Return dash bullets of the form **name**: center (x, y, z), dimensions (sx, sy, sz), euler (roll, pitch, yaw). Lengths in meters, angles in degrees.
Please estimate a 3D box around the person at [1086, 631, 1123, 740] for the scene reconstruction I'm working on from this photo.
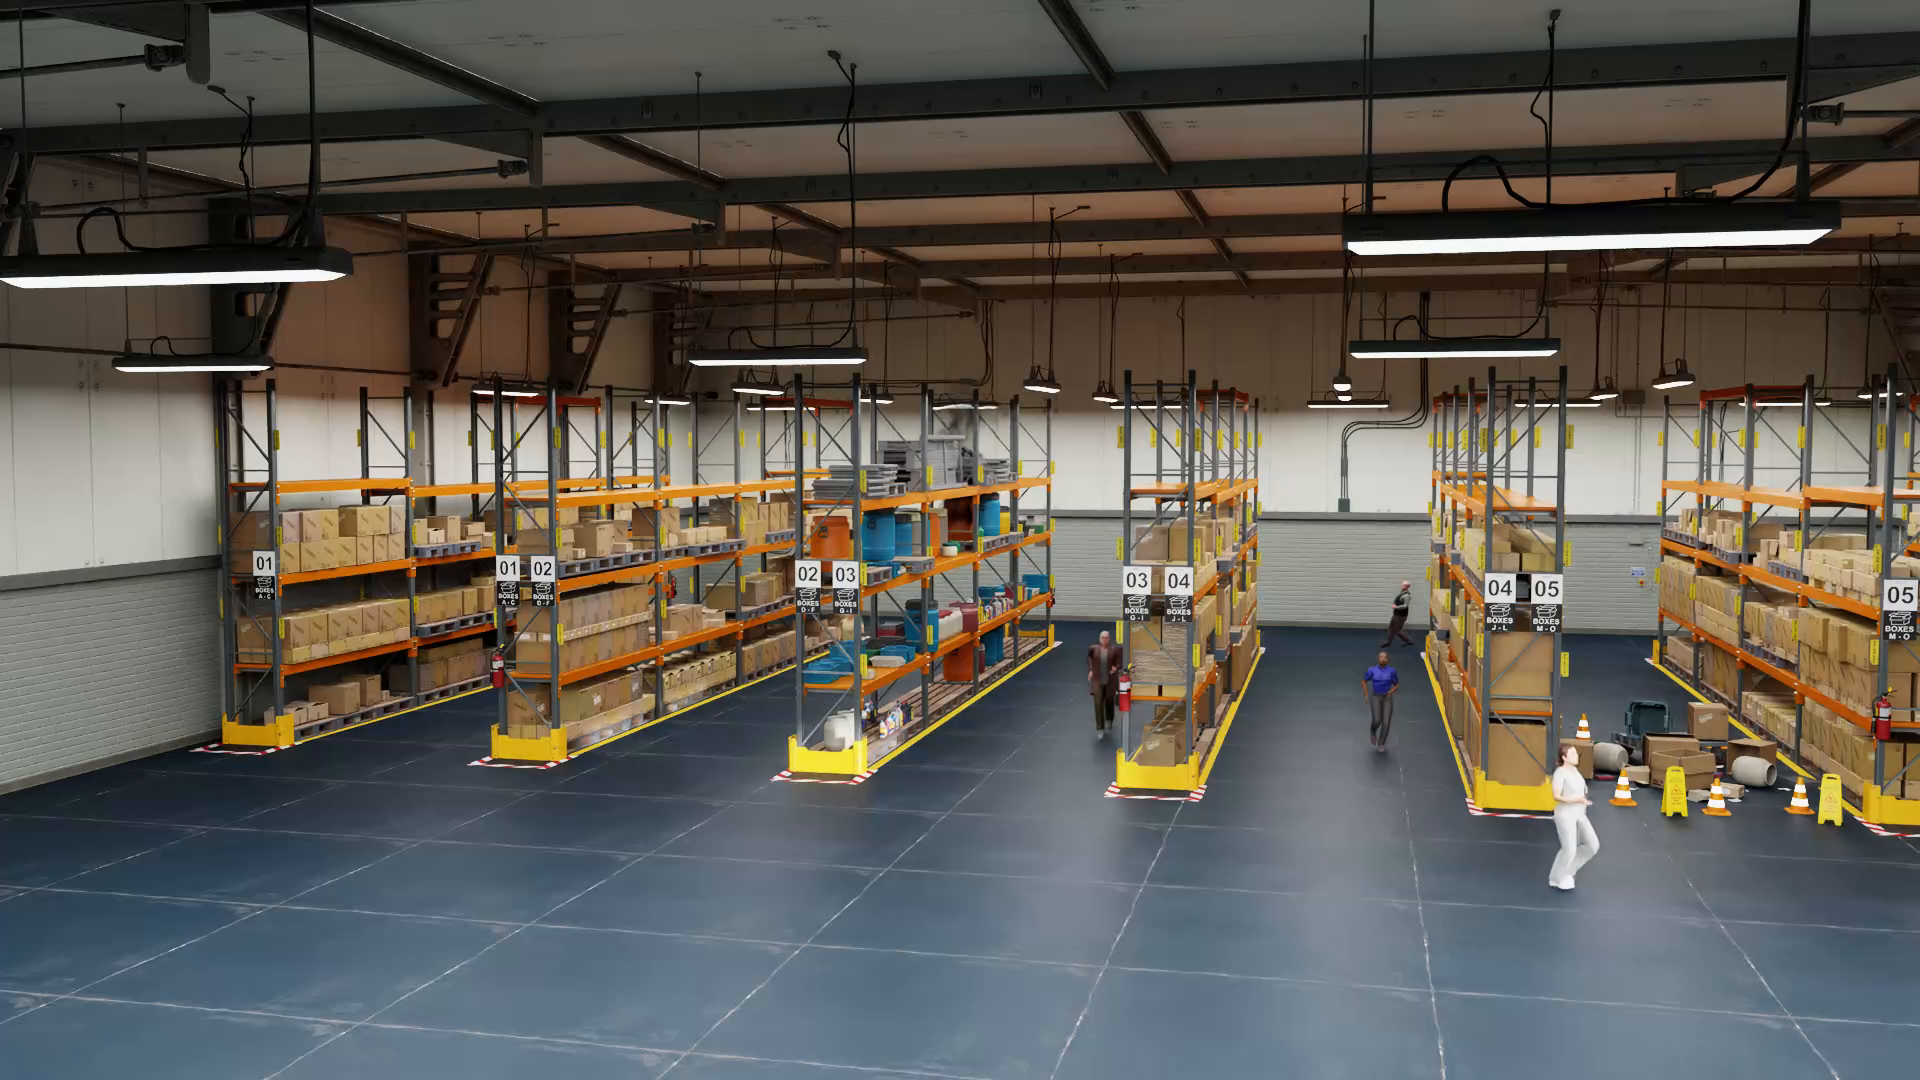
- **person**: center (2.456, 2.422, 28.192), dimensions (0.649, 1.792, 1.050), euler (0, 3, 8)

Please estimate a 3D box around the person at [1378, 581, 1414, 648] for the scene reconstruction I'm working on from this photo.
- **person**: center (10.421, 1.792, 39.606), dimensions (0.801, 1.663, 0.773), euler (0, 3, 8)

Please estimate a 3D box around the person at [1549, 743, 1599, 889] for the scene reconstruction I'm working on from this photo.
- **person**: center (6.797, 3.066, 18.386), dimensions (0.552, 1.631, 0.577), euler (-2, 4, -35)

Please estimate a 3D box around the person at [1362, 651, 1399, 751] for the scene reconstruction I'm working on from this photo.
- **person**: center (6.768, 2.600, 26.701), dimensions (0.571, 1.603, 0.548), euler (0, 3, 7)

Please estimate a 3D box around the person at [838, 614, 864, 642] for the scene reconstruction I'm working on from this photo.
- **person**: center (-2.205, 2.138, 33.460), dimensions (0.577, 1.648, 0.969), euler (0, 3, 8)
